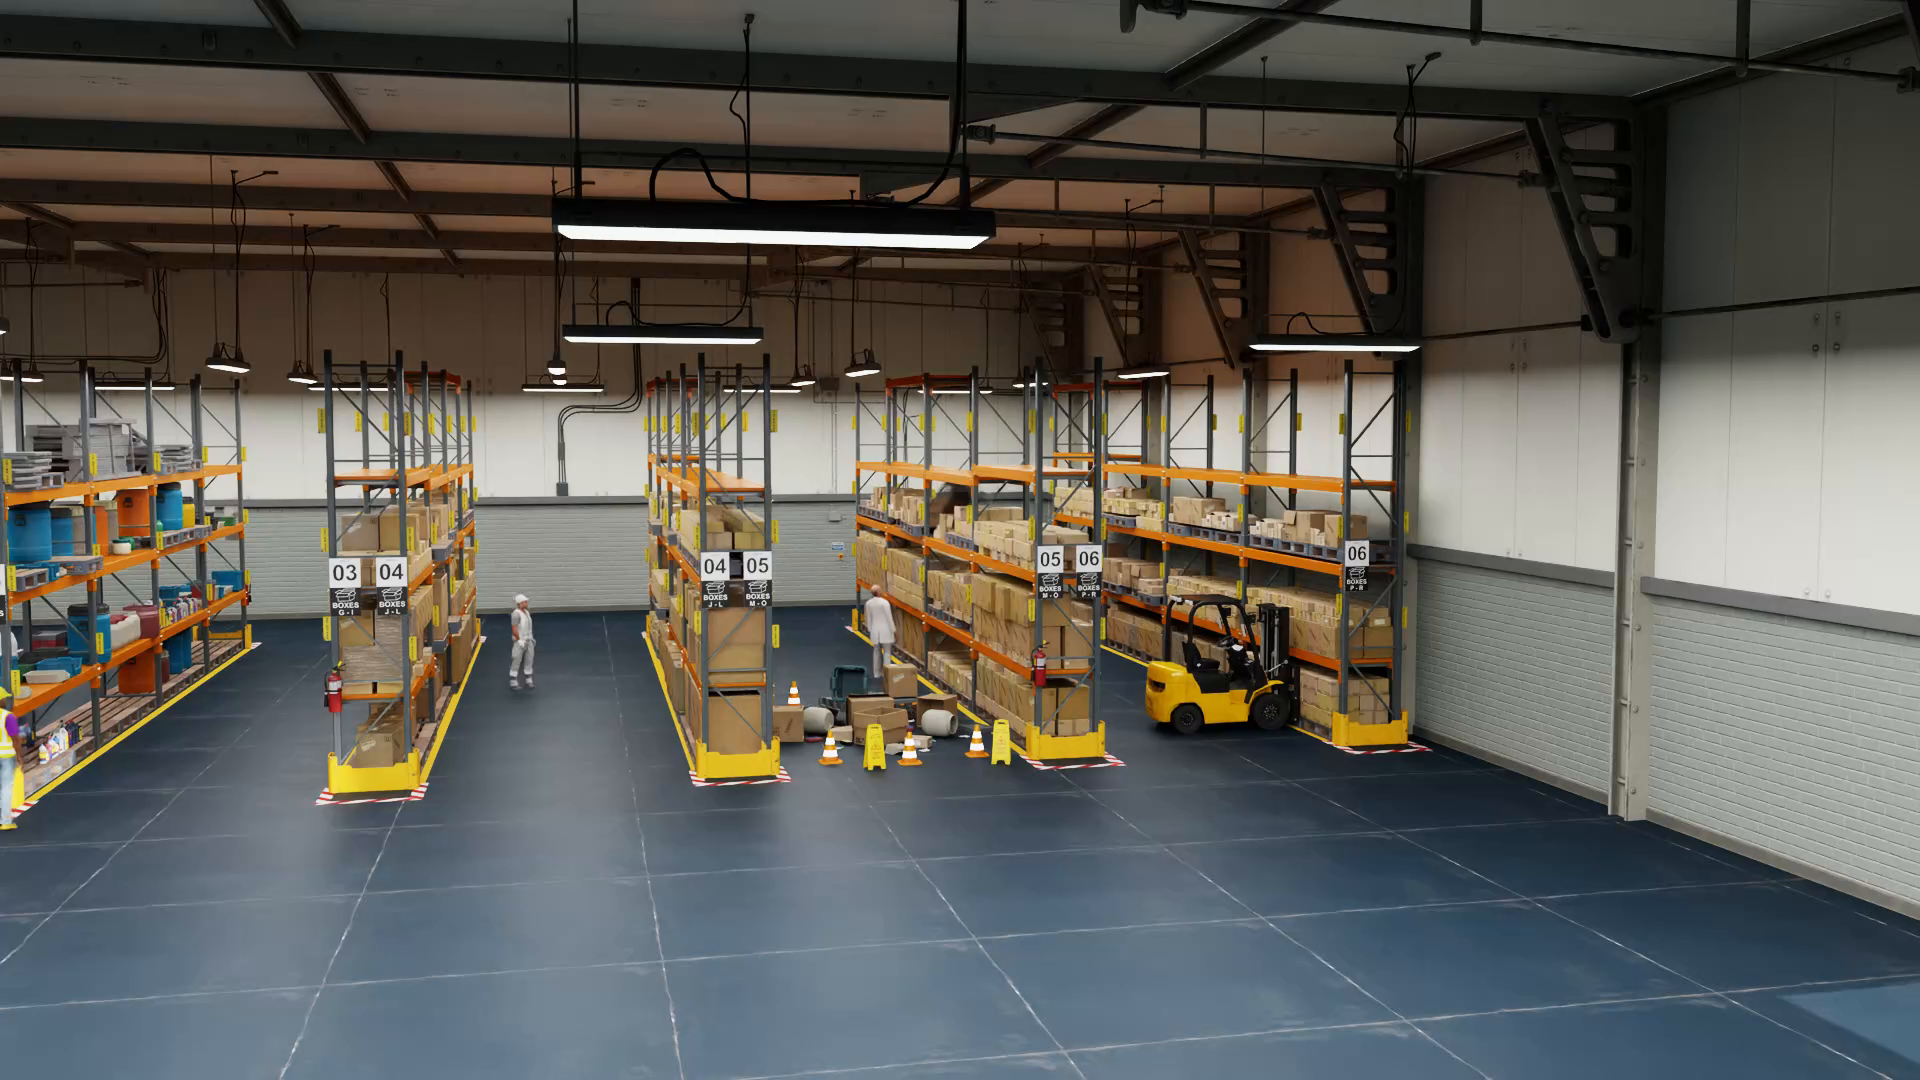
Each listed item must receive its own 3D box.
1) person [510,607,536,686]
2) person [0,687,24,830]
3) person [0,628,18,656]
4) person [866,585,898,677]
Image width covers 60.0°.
[{"bbox_3d":[-8.265,2.014,31.469,0.384,1.491,0.564,2,5,29],"label":"person"},{"bbox_3d":[-11.867,2.697,20.511,0.641,1.789,0.387,0,4,-3],"label":"person"},{"bbox_3d":[-16.366,2.164,28.513,0.456,1.733,0.622,2,5,28],"label":"person"},{"bbox_3d":[-1.421,1.692,30.871,0.618,1.761,0.655,1,4,20],"label":"person"}]
